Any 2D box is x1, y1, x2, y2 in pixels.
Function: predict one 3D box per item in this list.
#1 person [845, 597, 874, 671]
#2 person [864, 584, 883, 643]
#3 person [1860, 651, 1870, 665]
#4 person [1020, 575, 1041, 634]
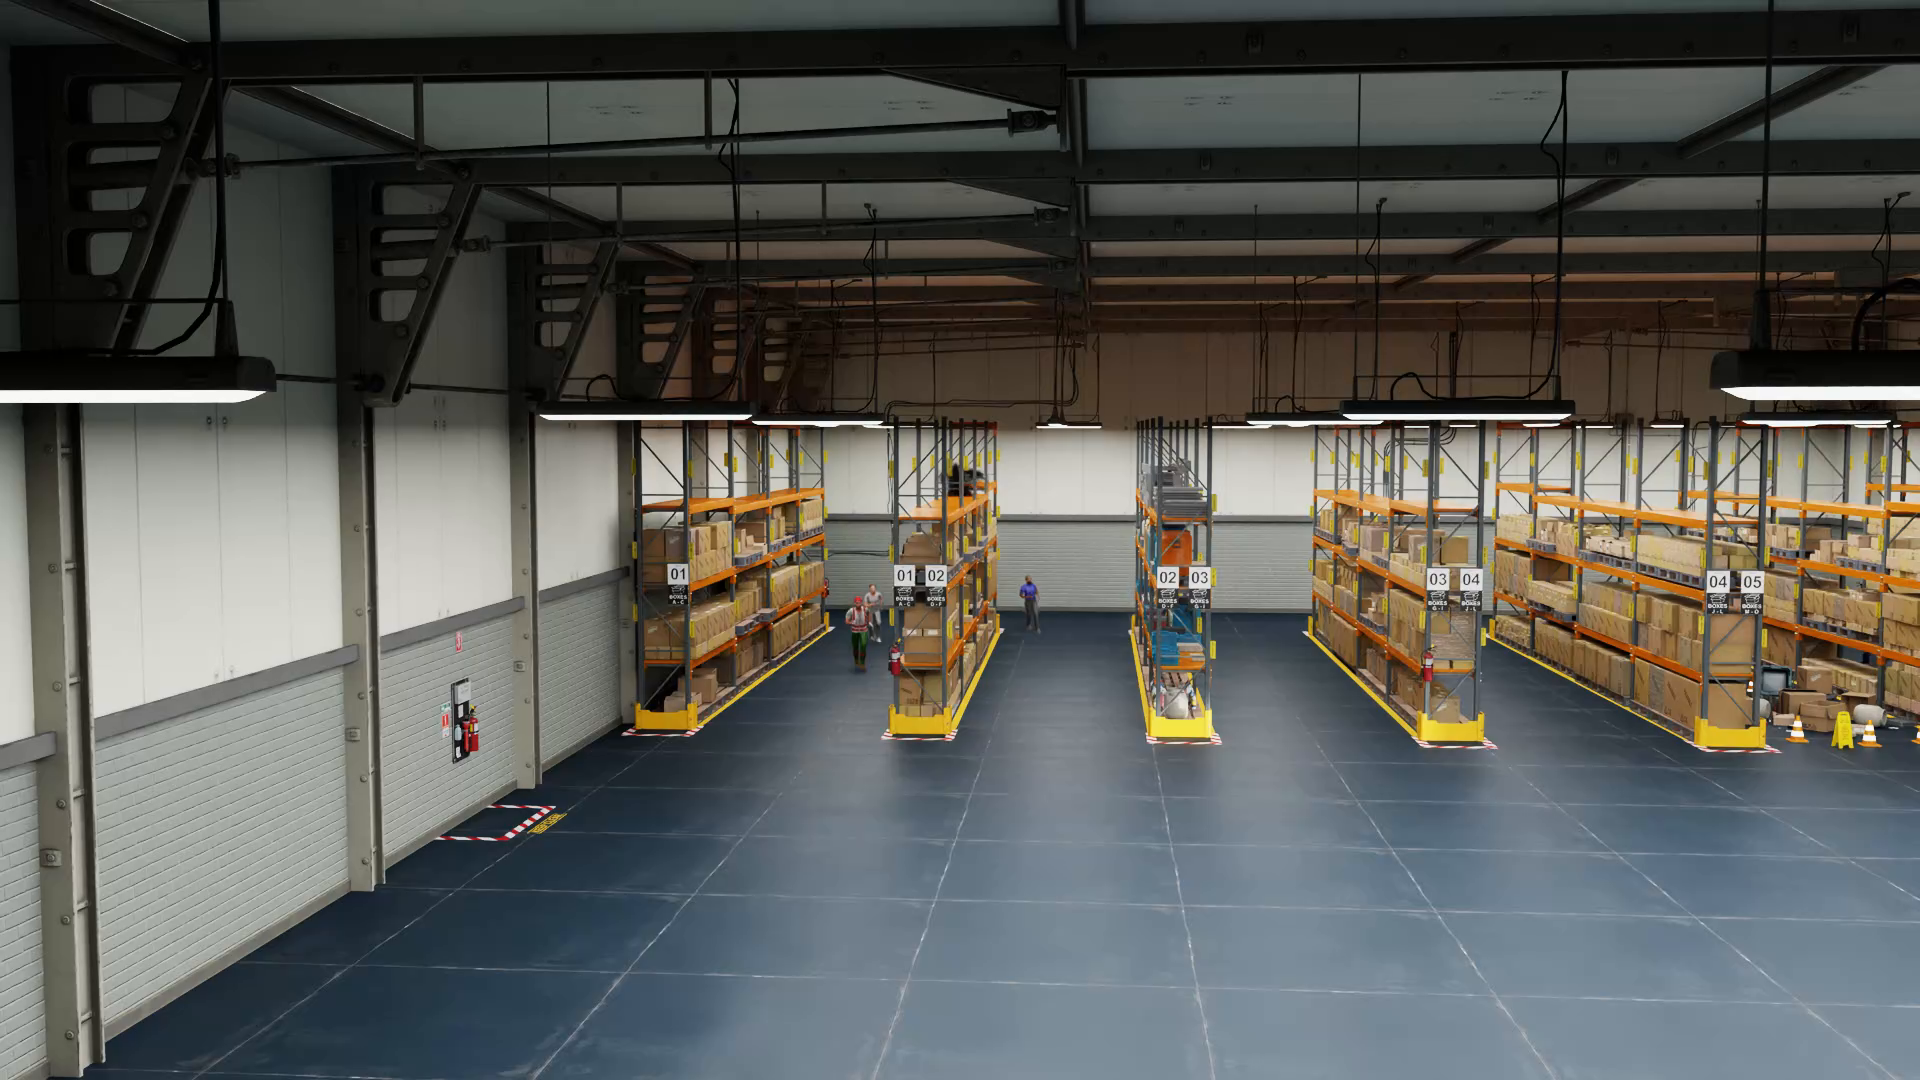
[{"bbox_3d":[-2.425,2.222,40.113,0.687,1.756,0.997,0,4,-4],"label":"person"},{"bbox_3d":[-2.343,1.973,45.020,0.512,1.611,0.906,0,4,-6],"label":"person"},{"bbox_3d":[22.316,2.274,40.608,0.607,1.633,0.770,-1,4,-9],"label":"person"},{"bbox_3d":[1.975,1.823,47.356,0.612,1.641,0.882,-1,4,-19],"label":"person"}]
